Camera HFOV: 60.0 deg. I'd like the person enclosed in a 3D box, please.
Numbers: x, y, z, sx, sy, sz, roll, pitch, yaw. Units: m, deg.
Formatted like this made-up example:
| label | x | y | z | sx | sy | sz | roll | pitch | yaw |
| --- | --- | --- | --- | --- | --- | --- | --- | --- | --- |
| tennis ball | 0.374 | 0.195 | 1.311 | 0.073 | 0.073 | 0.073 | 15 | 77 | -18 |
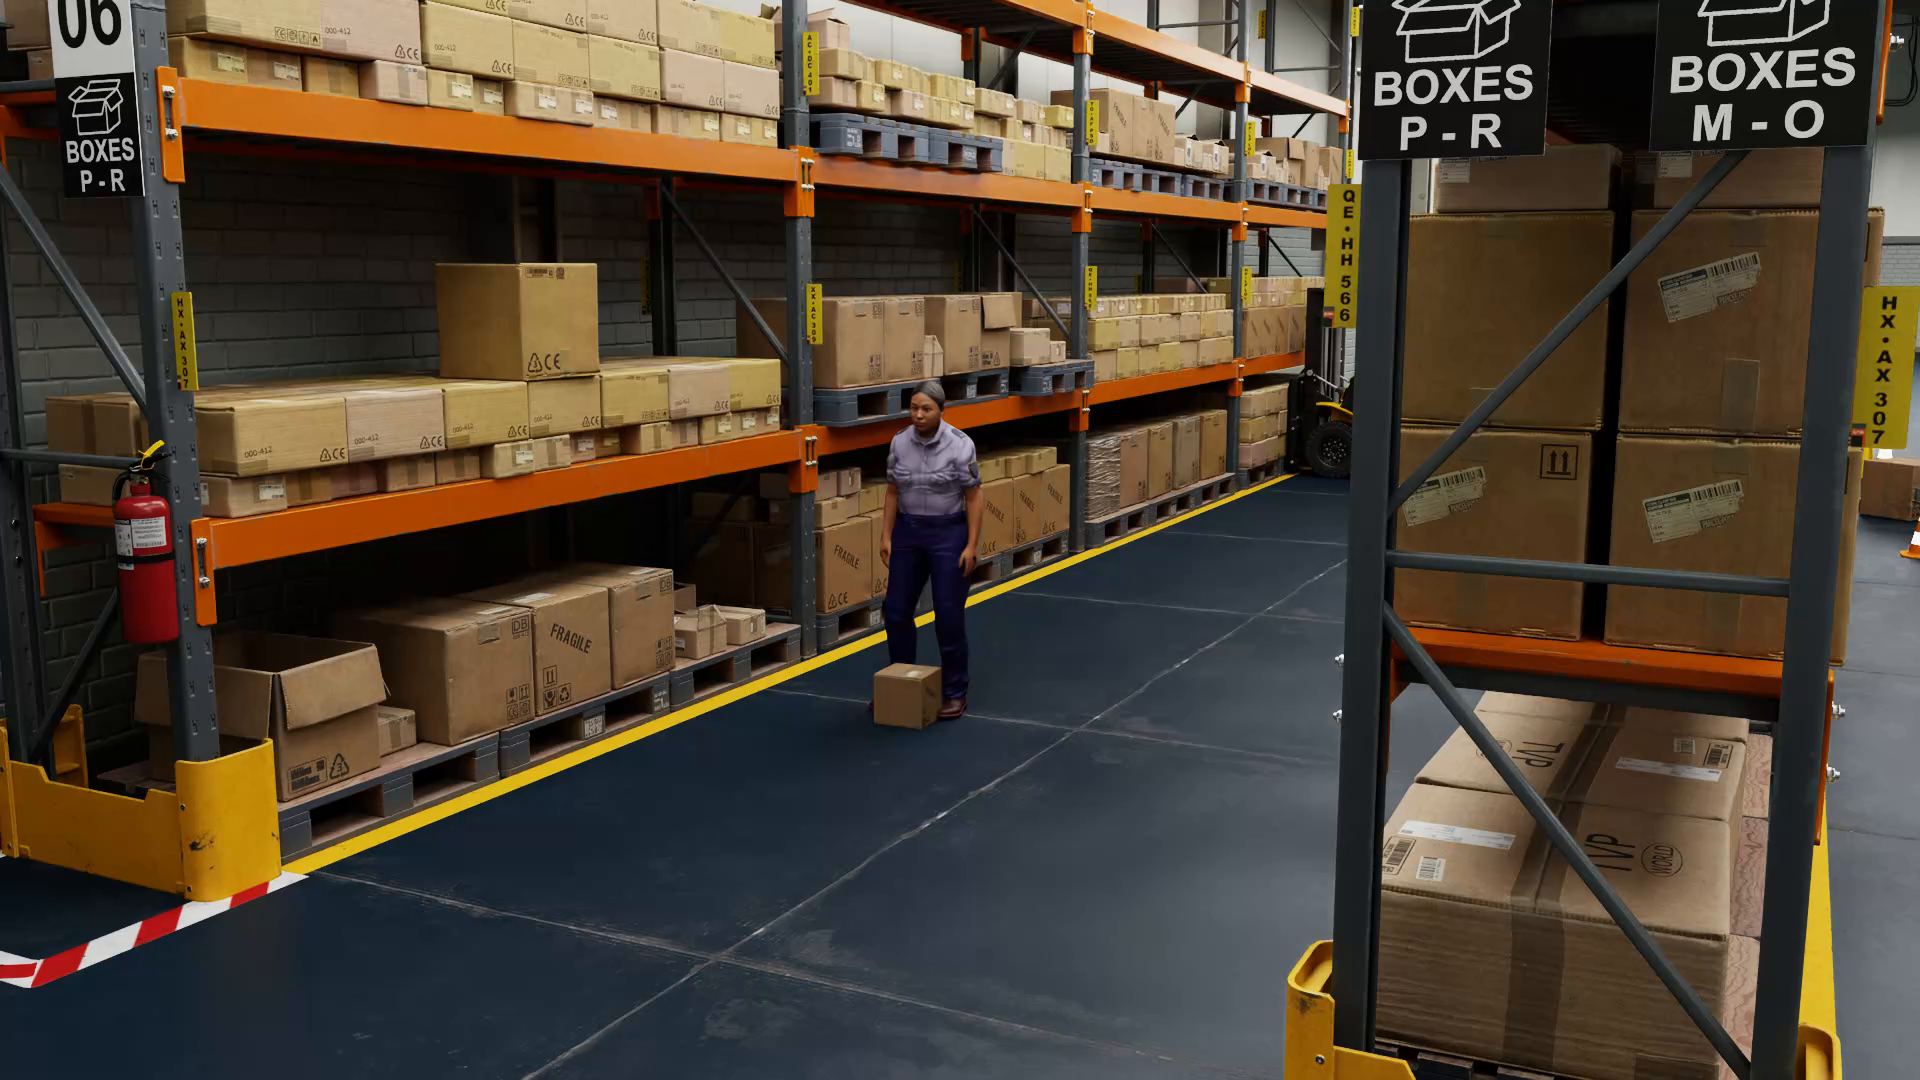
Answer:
| label | x | y | z | sx | sy | sz | roll | pitch | yaw |
| --- | --- | --- | --- | --- | --- | --- | --- | --- | --- |
| person | -0.156 | 0.039 | 8.201 | 0.547 | 1.636 | 0.366 | 4 | 10 | 24 |
